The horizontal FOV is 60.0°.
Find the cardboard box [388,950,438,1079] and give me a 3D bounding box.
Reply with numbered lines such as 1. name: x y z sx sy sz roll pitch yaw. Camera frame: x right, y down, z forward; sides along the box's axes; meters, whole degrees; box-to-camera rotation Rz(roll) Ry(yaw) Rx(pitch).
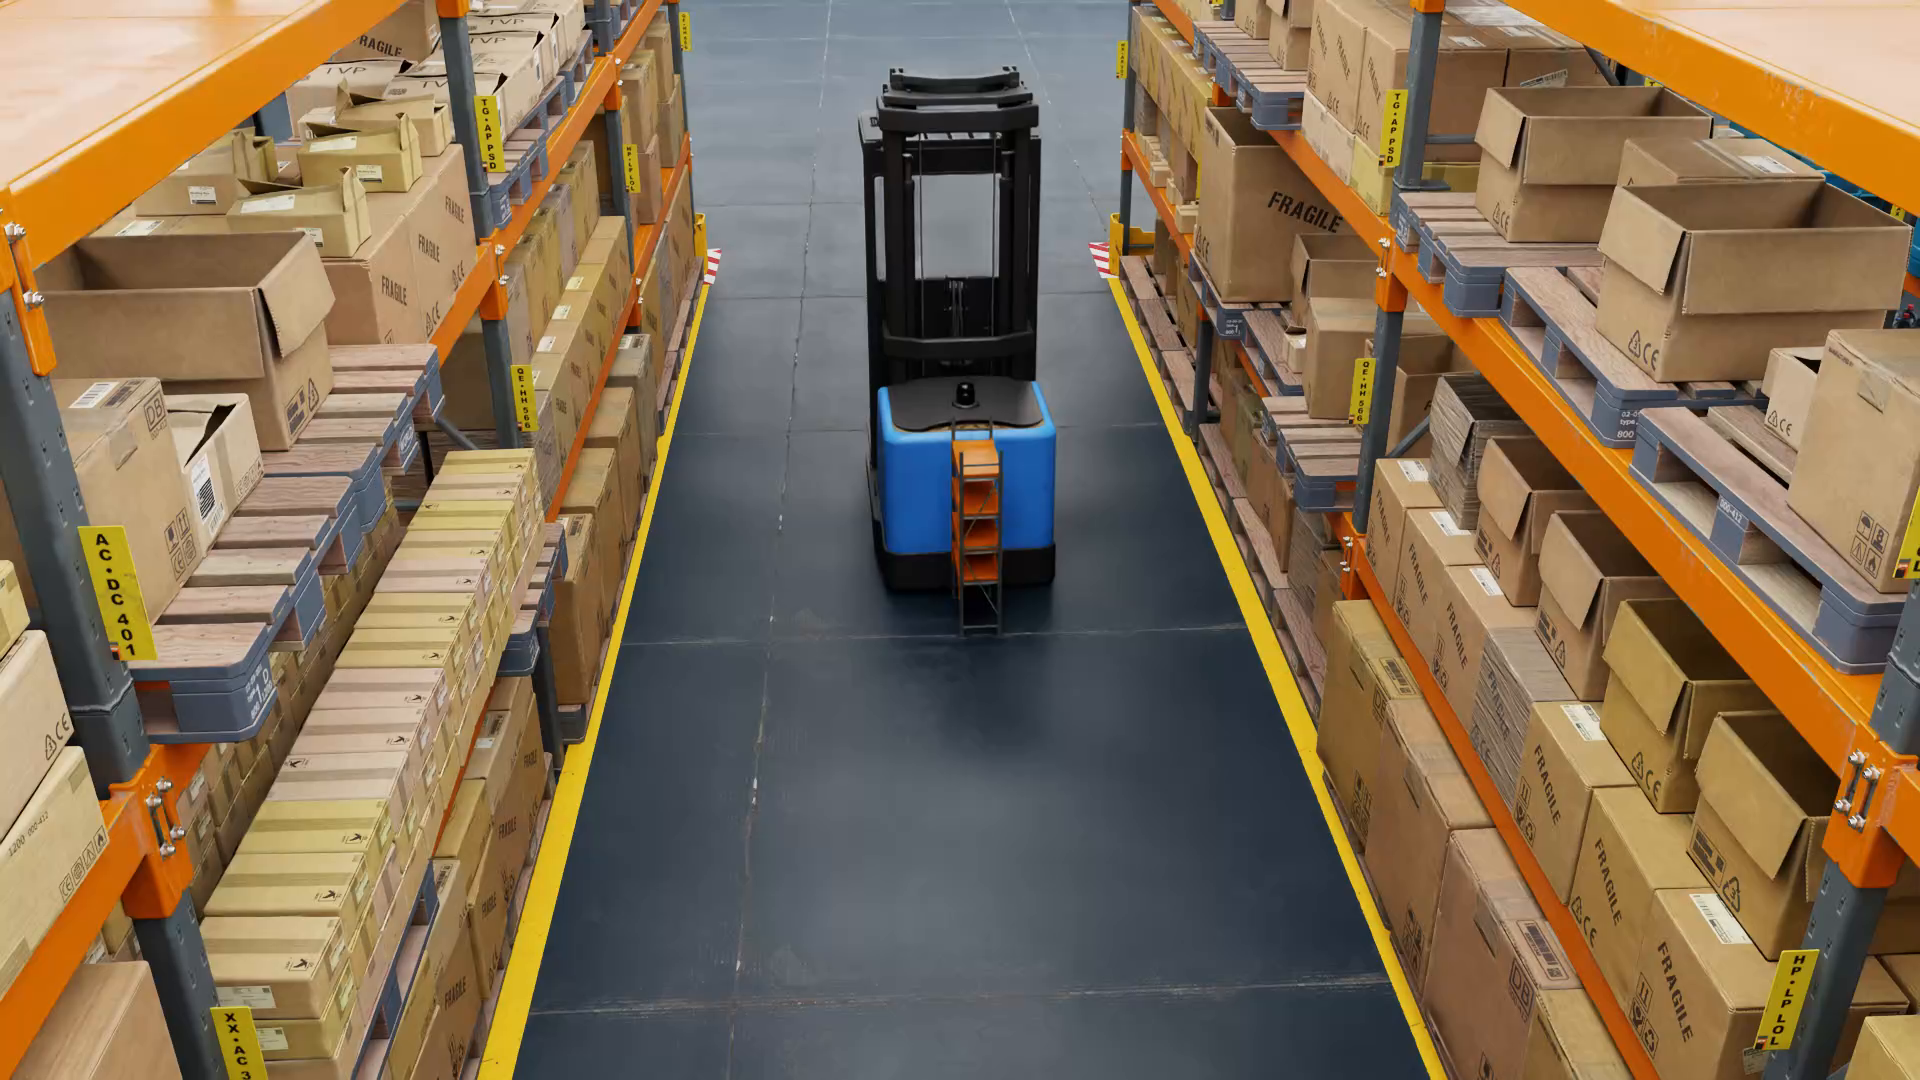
1. cardboard box: -2.142 1.688 5.770 0.500 0.250 0.500 -1 28 -1

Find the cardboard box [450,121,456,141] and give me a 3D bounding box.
1. cardboard box: -2.404 -1.762 7.413 0.380 0.149 0.250 -2 28 -5

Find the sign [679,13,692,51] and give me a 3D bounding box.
1. sign: -2.421 -4.475 14.640 0.100 0.325 0.005 -1 28 -3

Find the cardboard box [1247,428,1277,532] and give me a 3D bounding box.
1. cardboard box: 2.250 -0.399 10.561 0.700 0.500 0.500 -4 28 -7

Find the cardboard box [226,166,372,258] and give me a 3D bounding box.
1. cardboard box: -2.178 -1.095 5.488 0.396 0.266 0.258 -1 28 -3

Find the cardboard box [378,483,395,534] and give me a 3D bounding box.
1. cardboard box: -2.721 -0.134 7.321 0.380 0.149 0.250 0 28 0

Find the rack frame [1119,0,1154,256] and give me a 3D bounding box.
1. rack frame: 1.995 -3.923 15.089 1.000 3.000 0.127 -1 28 -3

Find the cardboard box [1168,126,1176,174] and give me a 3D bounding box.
1. cardboard box: 2.139 -3.153 13.184 0.875 0.500 0.500 -1 28 -3

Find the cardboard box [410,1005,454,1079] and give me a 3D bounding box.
1. cardboard box: -2.140 2.022 5.940 0.500 0.500 0.500 0 28 0

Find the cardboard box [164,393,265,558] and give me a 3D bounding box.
1. cardboard box: -2.174 -0.196 4.343 0.500 0.311 0.500 -2 28 -3

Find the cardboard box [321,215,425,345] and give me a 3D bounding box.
1. cardboard box: -2.201 -0.810 5.770 0.500 0.500 0.500 -1 28 -3

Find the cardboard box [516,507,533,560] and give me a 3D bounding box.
1. cardboard box: -2.050 -0.021 7.105 0.380 0.149 0.250 0 28 -1

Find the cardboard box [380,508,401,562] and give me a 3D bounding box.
1. cardboard box: -2.724 -0.018 7.421 0.380 0.149 0.250 -2 28 -3

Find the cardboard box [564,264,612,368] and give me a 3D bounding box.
1. cardboard box: -2.408 -1.345 10.040 0.500 0.500 0.500 -1 28 -2

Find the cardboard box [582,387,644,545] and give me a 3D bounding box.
1. cardboard box: -2.586 -0.461 10.431 1.050 0.750 0.750 -1 28 -3

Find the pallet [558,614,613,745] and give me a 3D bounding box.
1. pallet: -2.512 0.715 9.212 1.003 0.211 1.213 -1 28 -3

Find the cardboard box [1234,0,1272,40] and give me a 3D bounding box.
1. cardboard box: 2.129 -3.418 10.312 0.797 0.503 0.637 -3 28 -5

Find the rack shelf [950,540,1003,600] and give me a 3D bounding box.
1. rack shelf: 0.094 0.167 9.769 0.258 0.148 0.480 -3 28 -5

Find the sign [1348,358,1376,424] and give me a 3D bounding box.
1. sign: 1.871 -0.689 7.723 0.100 0.325 0.005 -1 28 -3

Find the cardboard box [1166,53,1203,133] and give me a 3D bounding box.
1. cardboard box: 1.853 -3.358 12.496 0.500 0.500 0.500 -1 28 -3

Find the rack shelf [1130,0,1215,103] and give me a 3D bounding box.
1. rack shelf: 2.099 -4.010 12.791 1.077 0.370 4.000 -1 28 -3

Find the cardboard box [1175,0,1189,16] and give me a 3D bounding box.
1. cardboard box: 1.870 -4.020 12.194 0.500 0.250 0.500 -2 28 -3

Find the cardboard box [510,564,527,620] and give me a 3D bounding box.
1. cardboard box: -2.036 0.220 6.964 0.380 0.149 0.250 -1 28 -2

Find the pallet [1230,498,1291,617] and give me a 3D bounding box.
1. pallet: 2.312 0.085 10.420 1.003 0.211 1.213 -1 28 -3

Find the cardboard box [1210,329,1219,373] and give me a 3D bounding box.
1. cardboard box: 2.185 -1.603 12.891 0.500 0.500 0.500 7 28 14

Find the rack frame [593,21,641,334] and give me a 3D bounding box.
1. rack frame: -2.755 -2.002 11.408 1.000 3.000 0.127 -1 28 -3

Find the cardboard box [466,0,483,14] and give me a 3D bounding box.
1. cardboard box: -2.973 -3.218 10.079 0.258 0.266 0.396 -2 28 -3

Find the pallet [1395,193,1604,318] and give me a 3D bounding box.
1. pallet: 2.499 -1.178 6.788 1.213 0.211 1.003 0 28 0

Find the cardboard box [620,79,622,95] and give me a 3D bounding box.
1. cardboard box: -2.885 -2.970 11.933 0.875 0.550 0.550 -1 28 -3

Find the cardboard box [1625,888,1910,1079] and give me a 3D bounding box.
1. cardboard box: 2.324 1.365 4.843 0.500 0.500 0.500 -1 28 -2

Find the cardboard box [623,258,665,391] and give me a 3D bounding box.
1. cardboard box: -2.718 -1.539 12.362 0.875 0.875 0.875 -1 28 -2

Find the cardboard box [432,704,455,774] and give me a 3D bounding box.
1. cardboard box: -1.972 0.687 5.748 0.380 0.149 0.250 -2 28 -4

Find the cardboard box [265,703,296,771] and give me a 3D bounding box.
1. cardboard box: -2.641 0.714 6.017 0.380 0.149 0.250 -2 28 -4

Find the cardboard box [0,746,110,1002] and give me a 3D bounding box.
1. cardboard box: -2.042 0.649 3.243 0.500 0.250 0.500 -1 28 -1

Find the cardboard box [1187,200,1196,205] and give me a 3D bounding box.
1. cardboard box: 1.936 -2.520 12.672 0.380 0.149 0.250 -1 28 -3

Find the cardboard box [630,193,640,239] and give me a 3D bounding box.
1. cardboard box: -2.838 -2.492 12.185 0.875 0.550 0.550 -1 28 -3

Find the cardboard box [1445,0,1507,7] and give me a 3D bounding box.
1. cardboard box: 2.588 -2.514 8.496 0.500 0.500 0.500 -2 28 -4

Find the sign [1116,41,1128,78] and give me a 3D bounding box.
1. sign: 1.453 -4.293 14.864 0.100 0.325 0.005 -1 28 -3

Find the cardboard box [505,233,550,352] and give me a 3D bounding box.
1. cardboard box: -2.616 -1.321 8.911 0.700 0.500 0.500 -2 28 -3

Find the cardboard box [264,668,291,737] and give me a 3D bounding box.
1. cardboard box: -2.635 0.586 5.942 0.380 0.149 0.250 0 28 -1

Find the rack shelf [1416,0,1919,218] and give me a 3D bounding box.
1. rack shelf: 2.517 -1.468 5.107 1.077 0.370 4.000 -1 28 -3

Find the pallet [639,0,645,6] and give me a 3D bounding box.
1. pallet: -2.848 -4.233 12.537 1.003 0.211 1.213 -1 28 -3

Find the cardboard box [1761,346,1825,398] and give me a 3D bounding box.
1. cardboard box: 2.693 -0.477 5.057 0.380 0.149 0.250 -2 28 -5

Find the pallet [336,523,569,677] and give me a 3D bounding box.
1. pallet: -2.403 0.257 7.284 1.213 0.211 1.003 -1 28 -3

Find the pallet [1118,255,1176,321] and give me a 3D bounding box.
1. pallet: 2.006 -2.275 14.946 1.003 0.211 1.213 -1 28 -3

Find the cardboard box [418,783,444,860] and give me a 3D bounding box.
1. cardboard box: -1.954 0.947 5.570 0.380 0.149 0.250 -3 28 -5

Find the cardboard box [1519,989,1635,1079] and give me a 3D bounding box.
1. cardboard box: 2.568 2.080 5.424 1.225 0.875 0.875 -1 28 -2

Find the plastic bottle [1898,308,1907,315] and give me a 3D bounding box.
1. plastic bottle: 7.545 -1.733 13.353 0.061 0.283 0.133 0 28 0

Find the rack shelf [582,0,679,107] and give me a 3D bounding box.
1. rack shelf: -2.860 -3.937 12.651 1.077 0.370 4.000 -1 28 -3

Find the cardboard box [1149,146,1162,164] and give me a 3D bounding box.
1. cardboard box: 1.803 -3.212 13.998 0.380 0.149 0.250 -1 28 -3

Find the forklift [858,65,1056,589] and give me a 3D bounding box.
1. forklift: -0.073 -1.652 10.811 1.130 2.935 3.031 -3 28 -5

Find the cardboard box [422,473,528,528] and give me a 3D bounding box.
1. cardboard box: -2.052 -0.162 7.054 0.380 0.149 0.250 -2 28 -3

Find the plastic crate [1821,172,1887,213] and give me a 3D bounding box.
1. plastic crate: 6.821 -2.634 12.779 0.499 0.251 0.616 -1 28 -3

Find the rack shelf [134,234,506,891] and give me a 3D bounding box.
1. rack shelf: -2.442 -0.242 5.568 1.077 0.370 4.000 -1 28 -3

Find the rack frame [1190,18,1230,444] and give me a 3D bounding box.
1. rack frame: 2.203 -2.075 11.548 1.000 3.000 0.127 -1 28 -3

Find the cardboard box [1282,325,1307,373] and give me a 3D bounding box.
1. cardboard box: 2.056 -1.118 9.404 0.396 0.266 0.258 -2 28 -4

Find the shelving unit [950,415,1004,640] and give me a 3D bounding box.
1. shelving unit: 0.094 -0.068 9.646 0.258 1.200 0.503 -3 28 -5

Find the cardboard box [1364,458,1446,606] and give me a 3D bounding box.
1. cardboard box: 2.166 -0.041 7.540 0.500 0.500 0.500 -1 28 -1

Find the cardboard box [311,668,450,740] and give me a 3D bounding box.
1. cardboard box: -1.967 0.563 5.662 0.380 0.149 0.250 0 28 -1
